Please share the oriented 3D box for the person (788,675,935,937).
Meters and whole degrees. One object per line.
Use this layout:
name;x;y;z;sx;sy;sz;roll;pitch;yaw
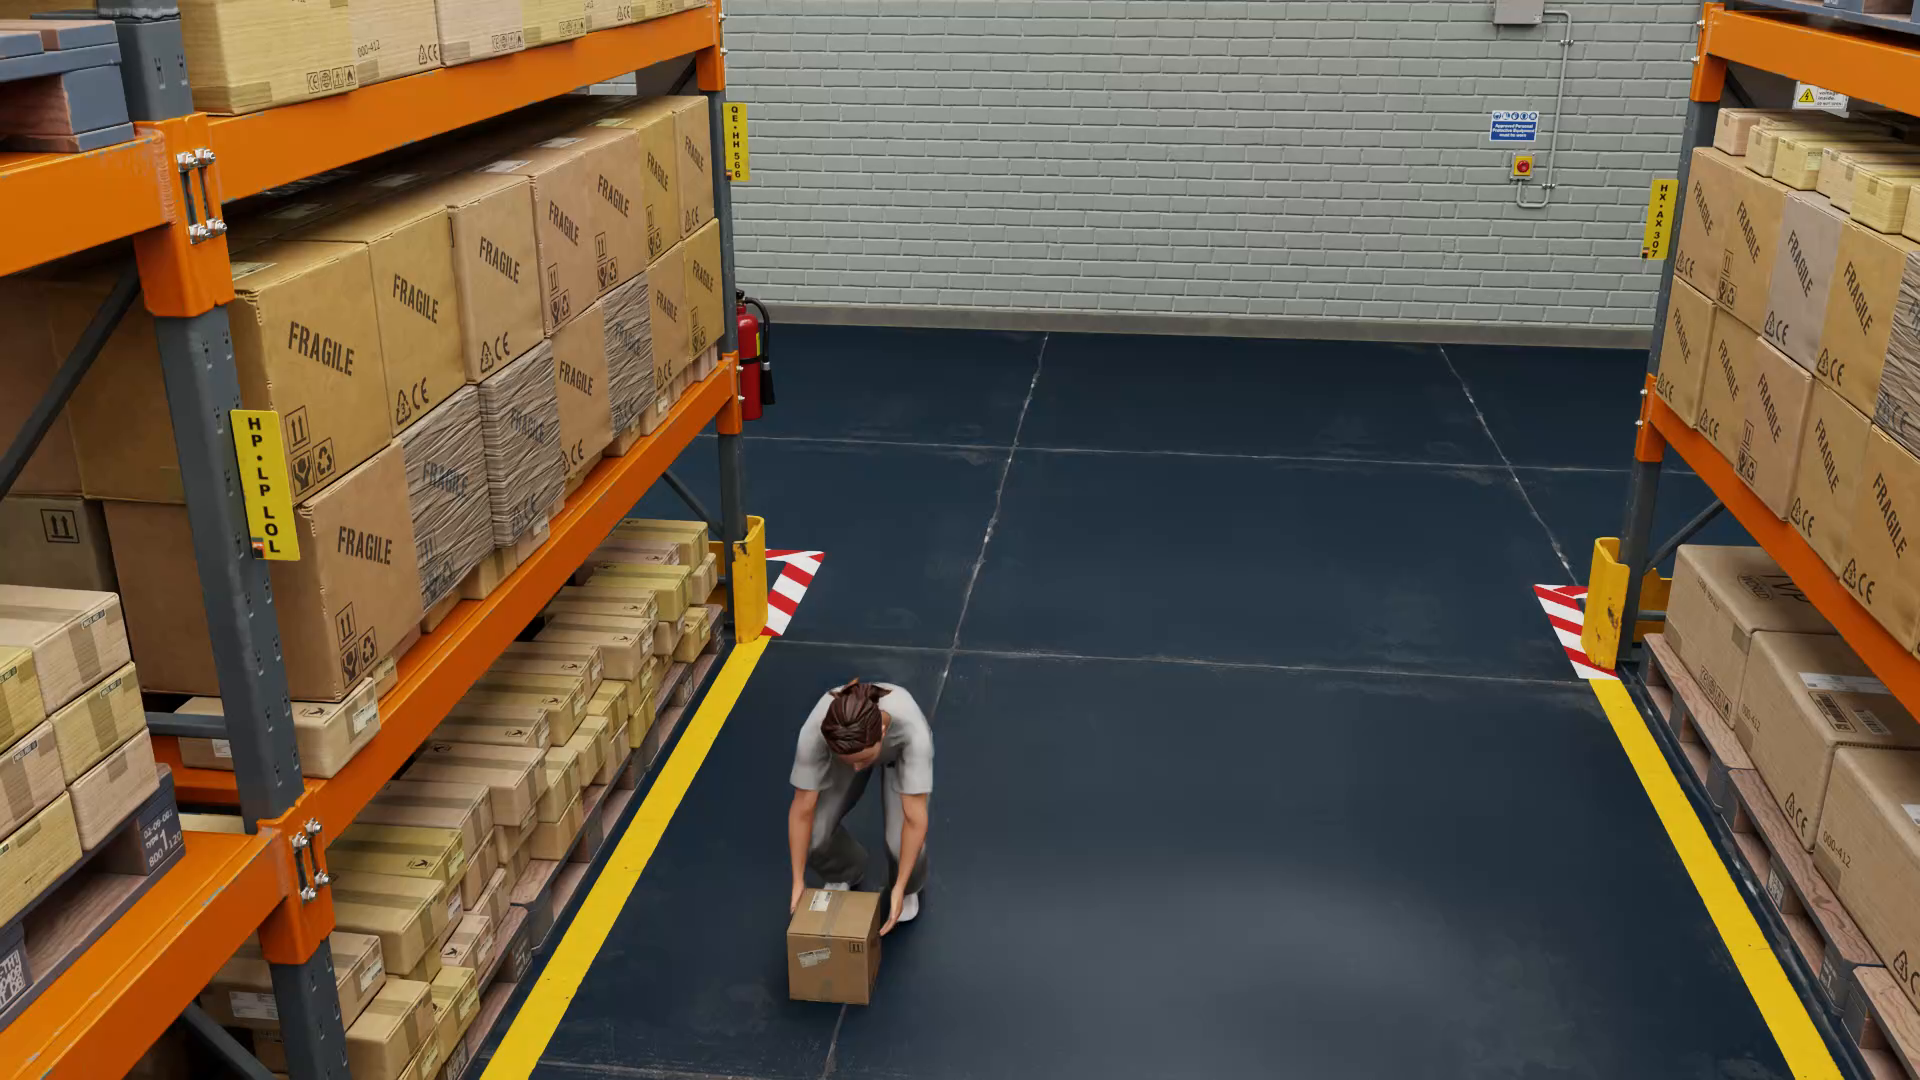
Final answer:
person;-0.292;0.820;5.449;0.488;0.974;0.787;5;22;12
